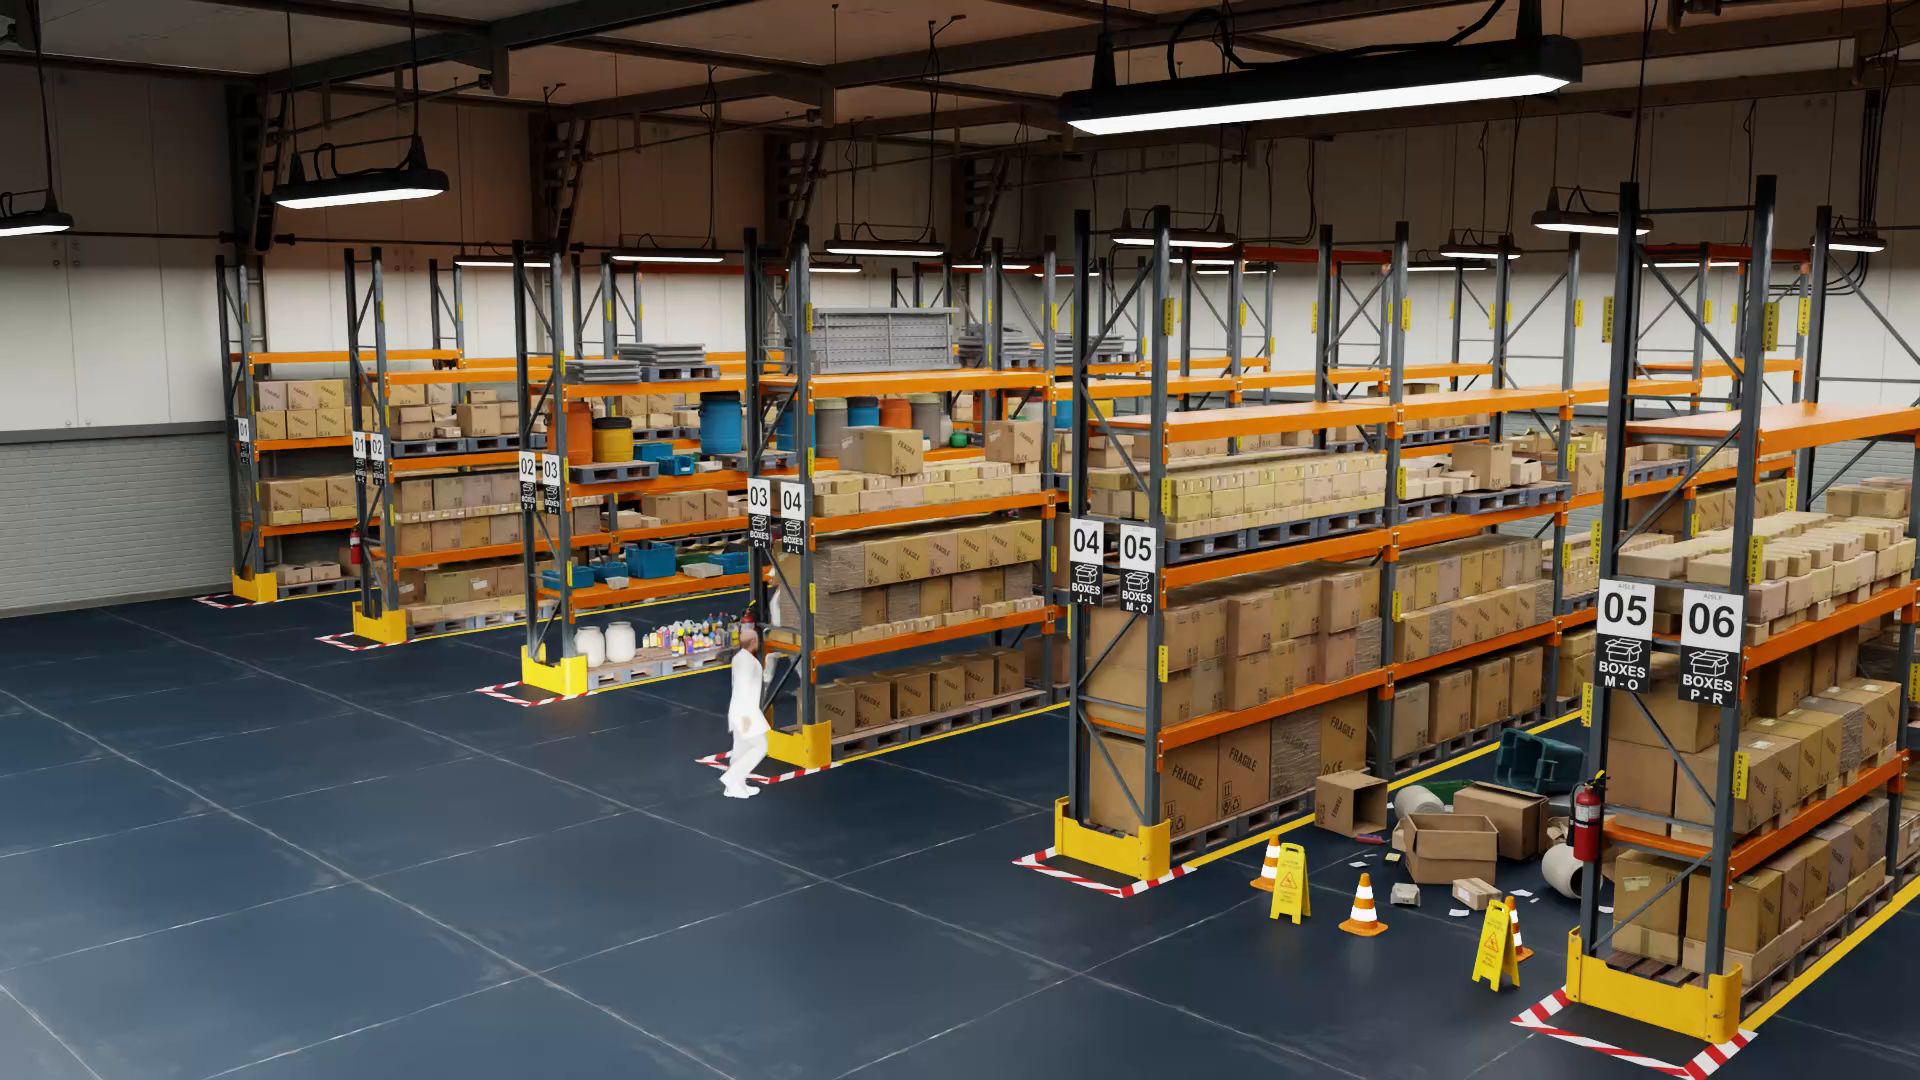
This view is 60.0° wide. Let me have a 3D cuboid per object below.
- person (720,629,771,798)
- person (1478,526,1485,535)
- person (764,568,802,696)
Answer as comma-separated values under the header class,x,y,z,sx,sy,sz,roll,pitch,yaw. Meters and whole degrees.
class,x,y,z,sx,sy,sz,roll,pitch,yaw
person,-2.266,1.823,17.434,0.538,1.766,0.622,-2,8,-13
person,8.638,0.489,27.343,0.449,1.595,1.021,7,11,41
person,-2.385,1.203,21.723,0.954,1.738,0.564,-1,8,-5
